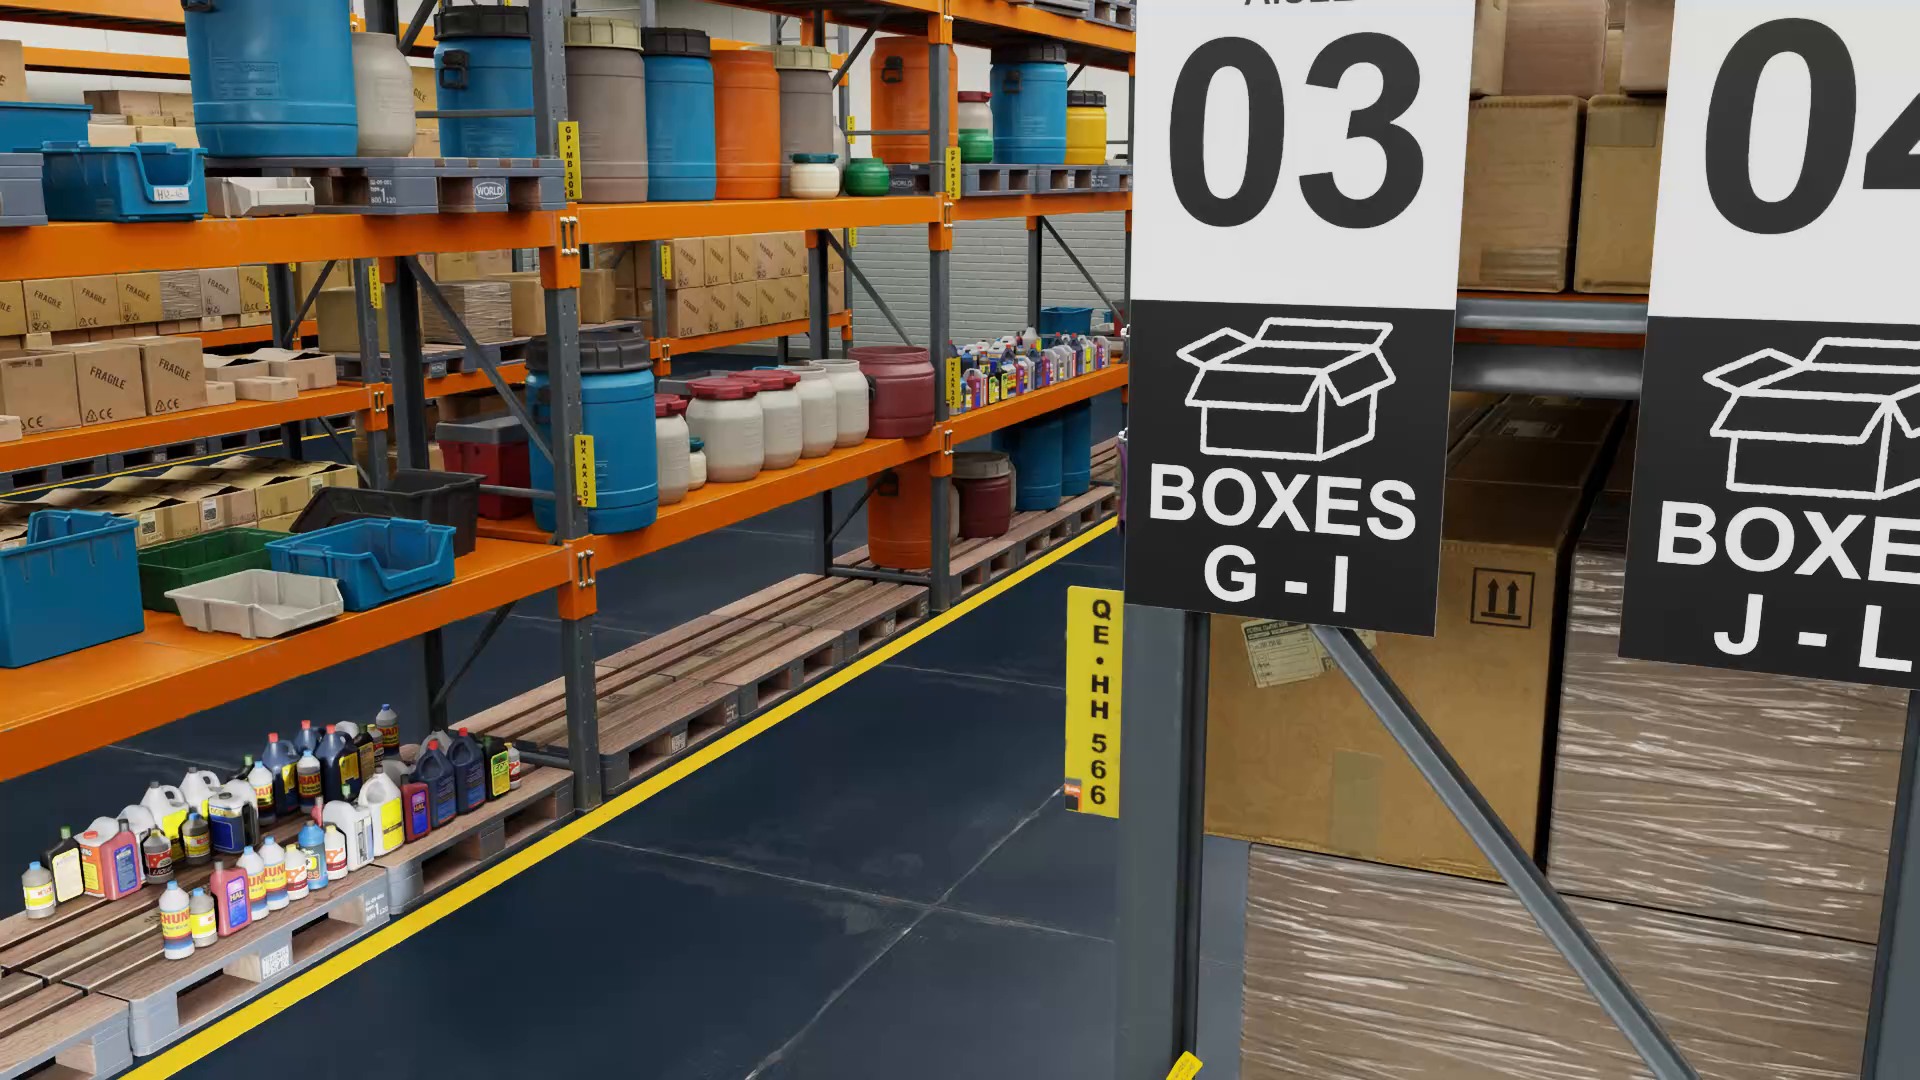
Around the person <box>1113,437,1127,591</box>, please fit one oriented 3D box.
[{"bbox_3d":[1.198,-0.098,10.536,0.461,1.665,0.422,7,15,30],"label":"person"}]
